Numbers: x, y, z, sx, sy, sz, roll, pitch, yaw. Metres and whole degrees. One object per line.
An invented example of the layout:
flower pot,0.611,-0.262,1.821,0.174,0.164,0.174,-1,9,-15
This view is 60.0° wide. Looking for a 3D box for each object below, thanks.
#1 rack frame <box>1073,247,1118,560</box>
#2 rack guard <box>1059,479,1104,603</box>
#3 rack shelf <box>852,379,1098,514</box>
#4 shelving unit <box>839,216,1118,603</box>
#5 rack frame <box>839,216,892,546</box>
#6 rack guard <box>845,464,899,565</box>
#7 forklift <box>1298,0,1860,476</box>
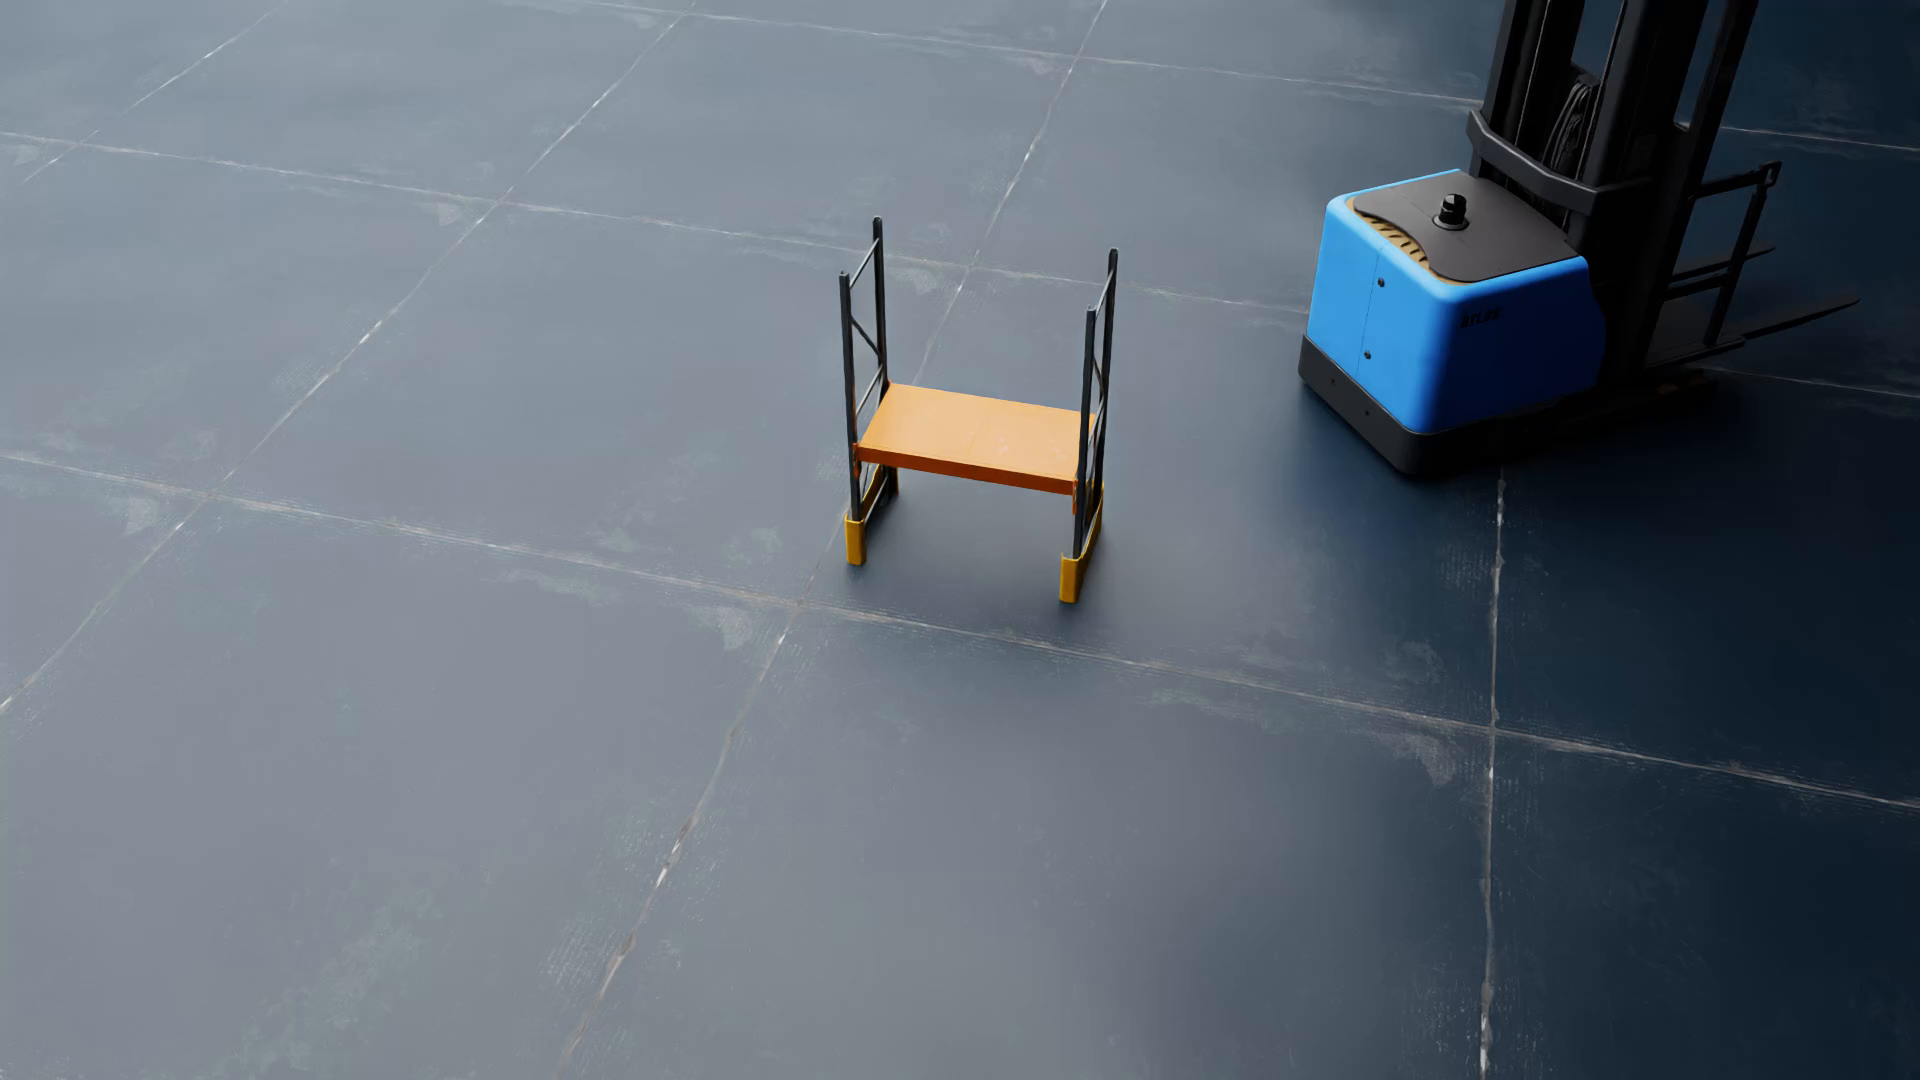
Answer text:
rack frame,0.573,-0.476,7.150,0.032,1.500,0.500,10,41,11
rack guard,0.555,0.000,7.556,0.087,0.250,0.587,10,41,11
rack shelf,0.082,-0.422,7.366,1.000,0.185,0.538,10,41,11
shelving unit,0.074,-0.562,7.253,1.083,1.500,0.587,10,41,11
rack frame,-0.409,-0.645,7.351,0.032,1.500,0.500,10,41,11
rack guard,-0.407,-0.166,7.753,0.087,0.250,0.587,10,41,11
forklift,3.327,-2.056,7.919,3.031,2.935,1.130,-16,43,-18
